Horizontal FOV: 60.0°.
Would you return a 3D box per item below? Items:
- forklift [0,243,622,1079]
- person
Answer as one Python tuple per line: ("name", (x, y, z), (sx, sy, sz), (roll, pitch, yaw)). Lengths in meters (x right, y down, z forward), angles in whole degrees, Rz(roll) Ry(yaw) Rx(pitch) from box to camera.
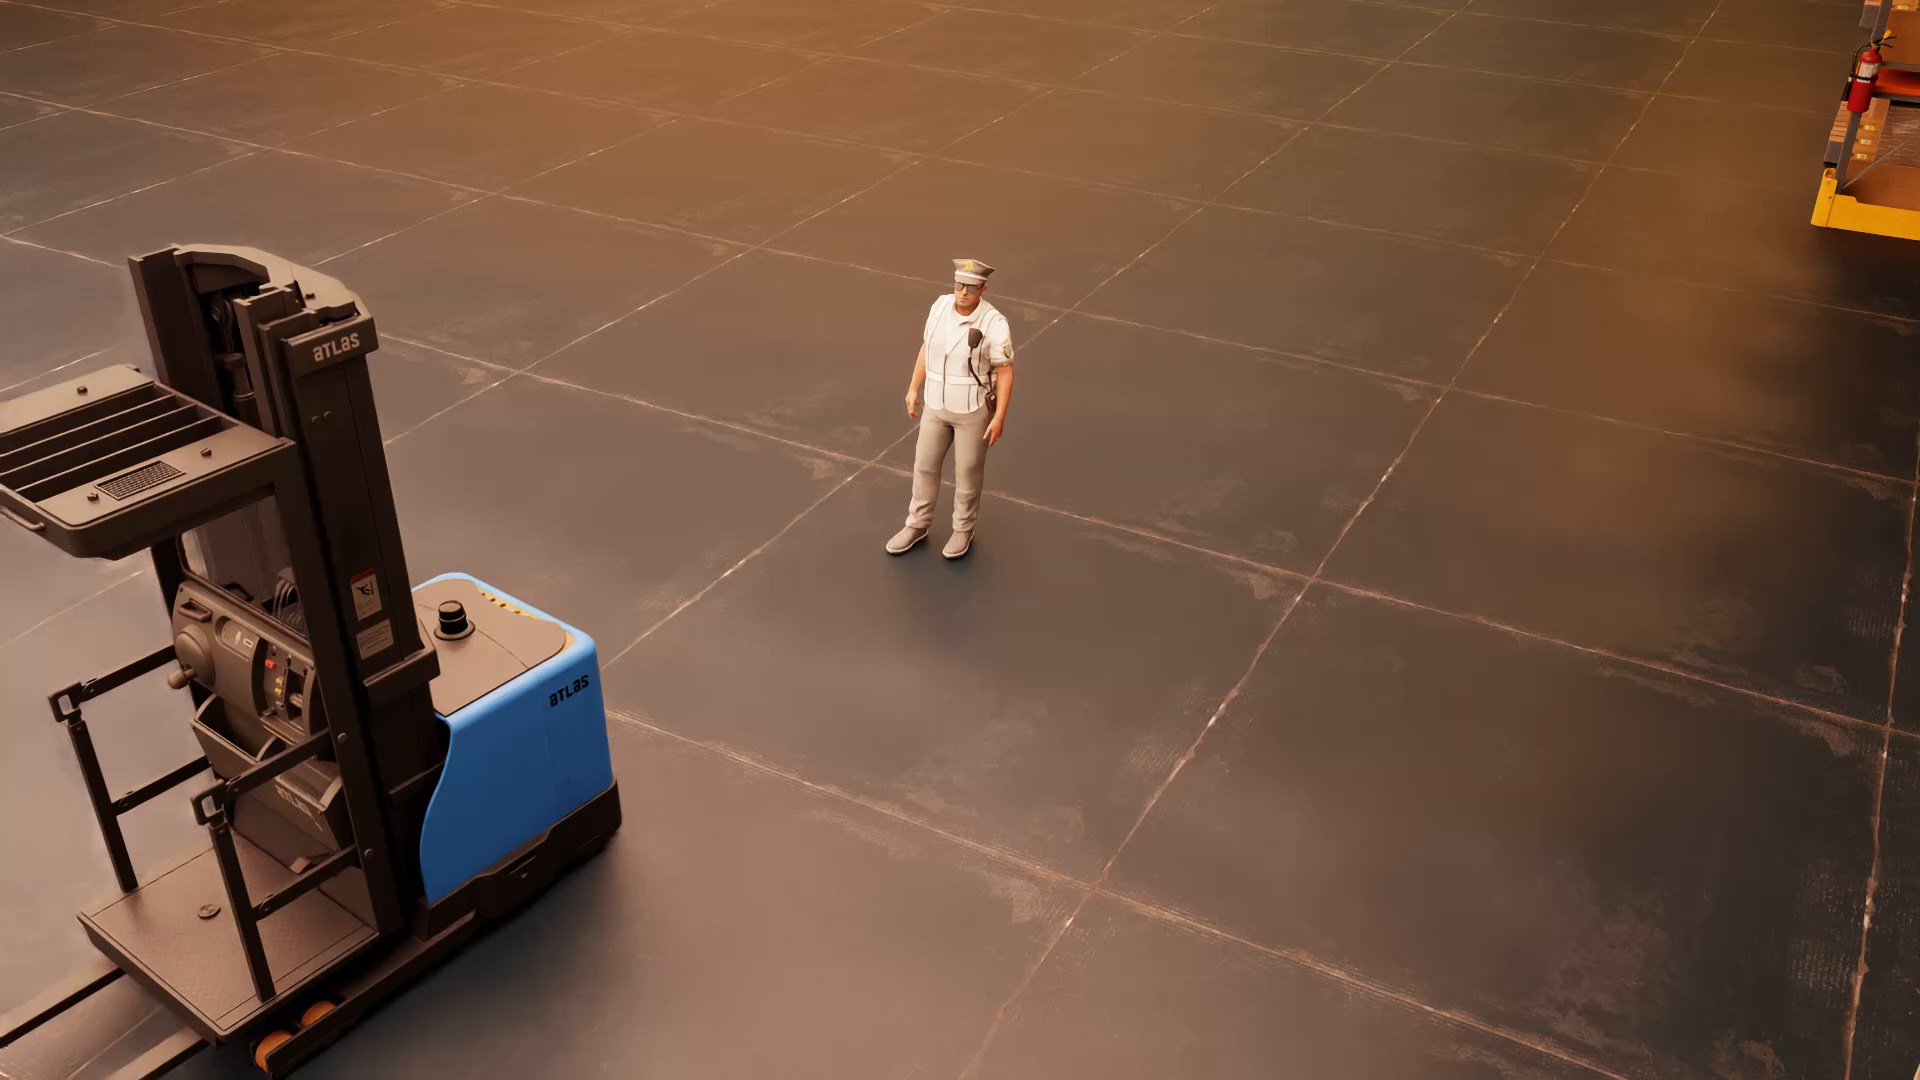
("forklift", (-2.848, 0.515, 6.178), (1.130, 2.935, 3.031), (21, 36, 32))
("person", (-0.048, -0.747, 9.500), (0.640, 1.781, 0.575), (15, 33, 25))
